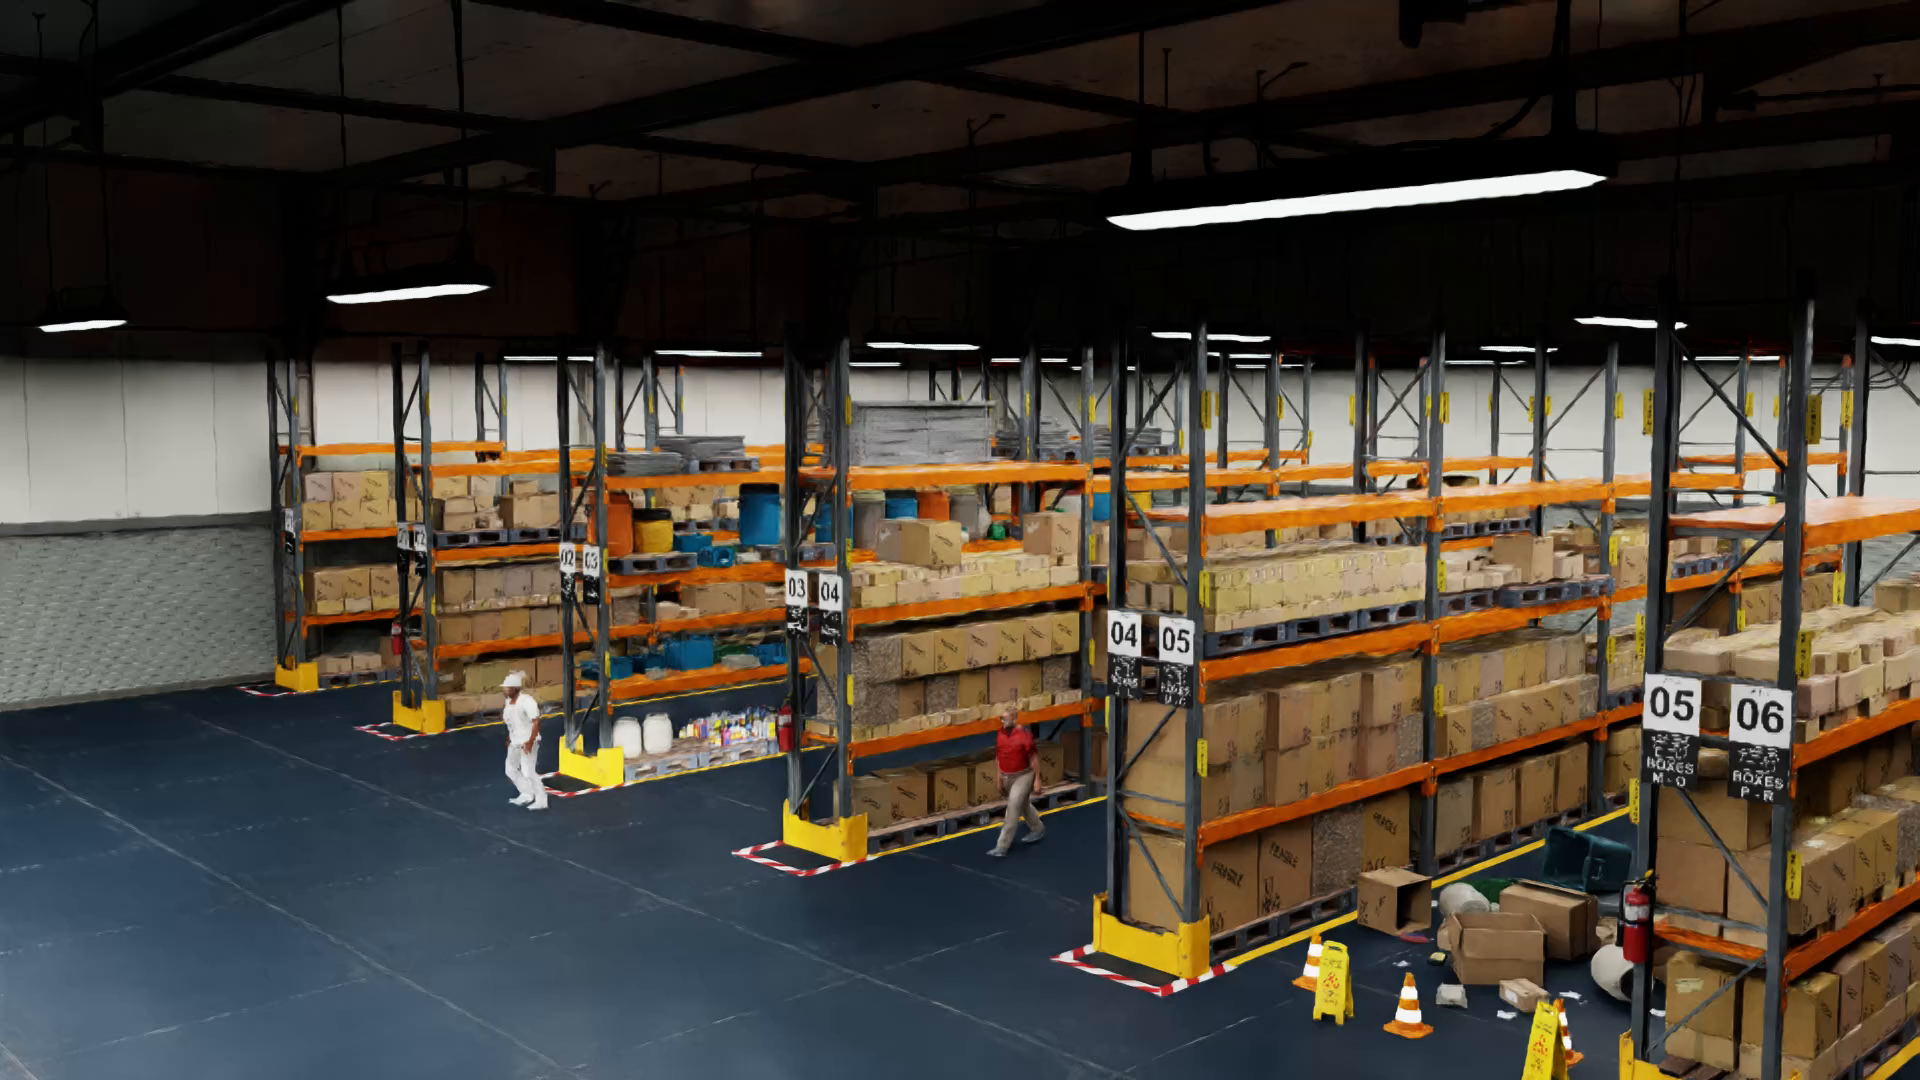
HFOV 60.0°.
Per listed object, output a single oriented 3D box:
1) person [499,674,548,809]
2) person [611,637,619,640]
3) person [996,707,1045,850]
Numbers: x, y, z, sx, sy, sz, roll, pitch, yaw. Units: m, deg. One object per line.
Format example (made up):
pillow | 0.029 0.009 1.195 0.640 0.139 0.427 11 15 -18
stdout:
person | -5.485 2.519 20.801 0.561 1.714 0.690 -5 7 -44
person | -6.789 1.464 32.335 0.696 1.640 0.885 3 6 30
person | 0.665 2.662 18.913 0.924 1.586 0.542 -4 7 -41
